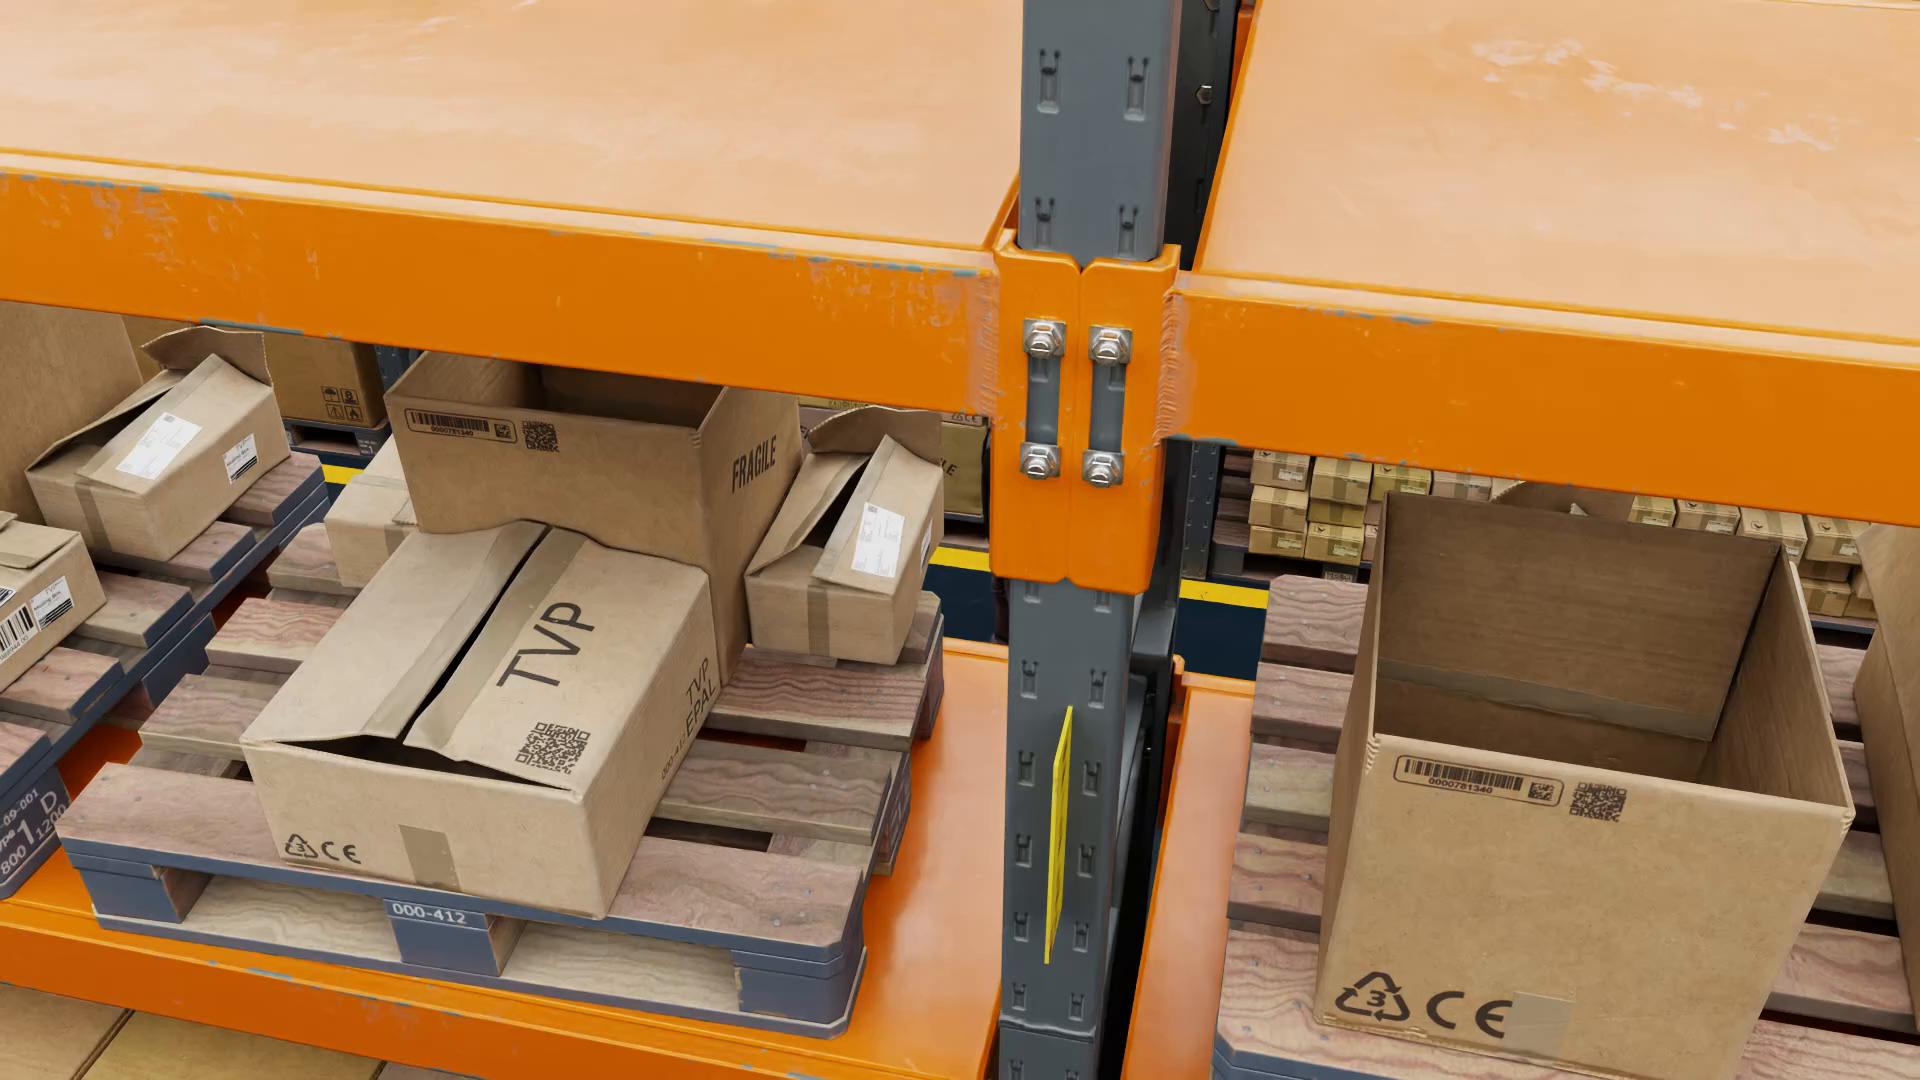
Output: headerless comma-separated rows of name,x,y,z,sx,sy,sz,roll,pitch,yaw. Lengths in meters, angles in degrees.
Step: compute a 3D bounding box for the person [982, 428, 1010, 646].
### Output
person,0.221,-0.007,6.658,0.463,1.706,0.582,0,36,0
